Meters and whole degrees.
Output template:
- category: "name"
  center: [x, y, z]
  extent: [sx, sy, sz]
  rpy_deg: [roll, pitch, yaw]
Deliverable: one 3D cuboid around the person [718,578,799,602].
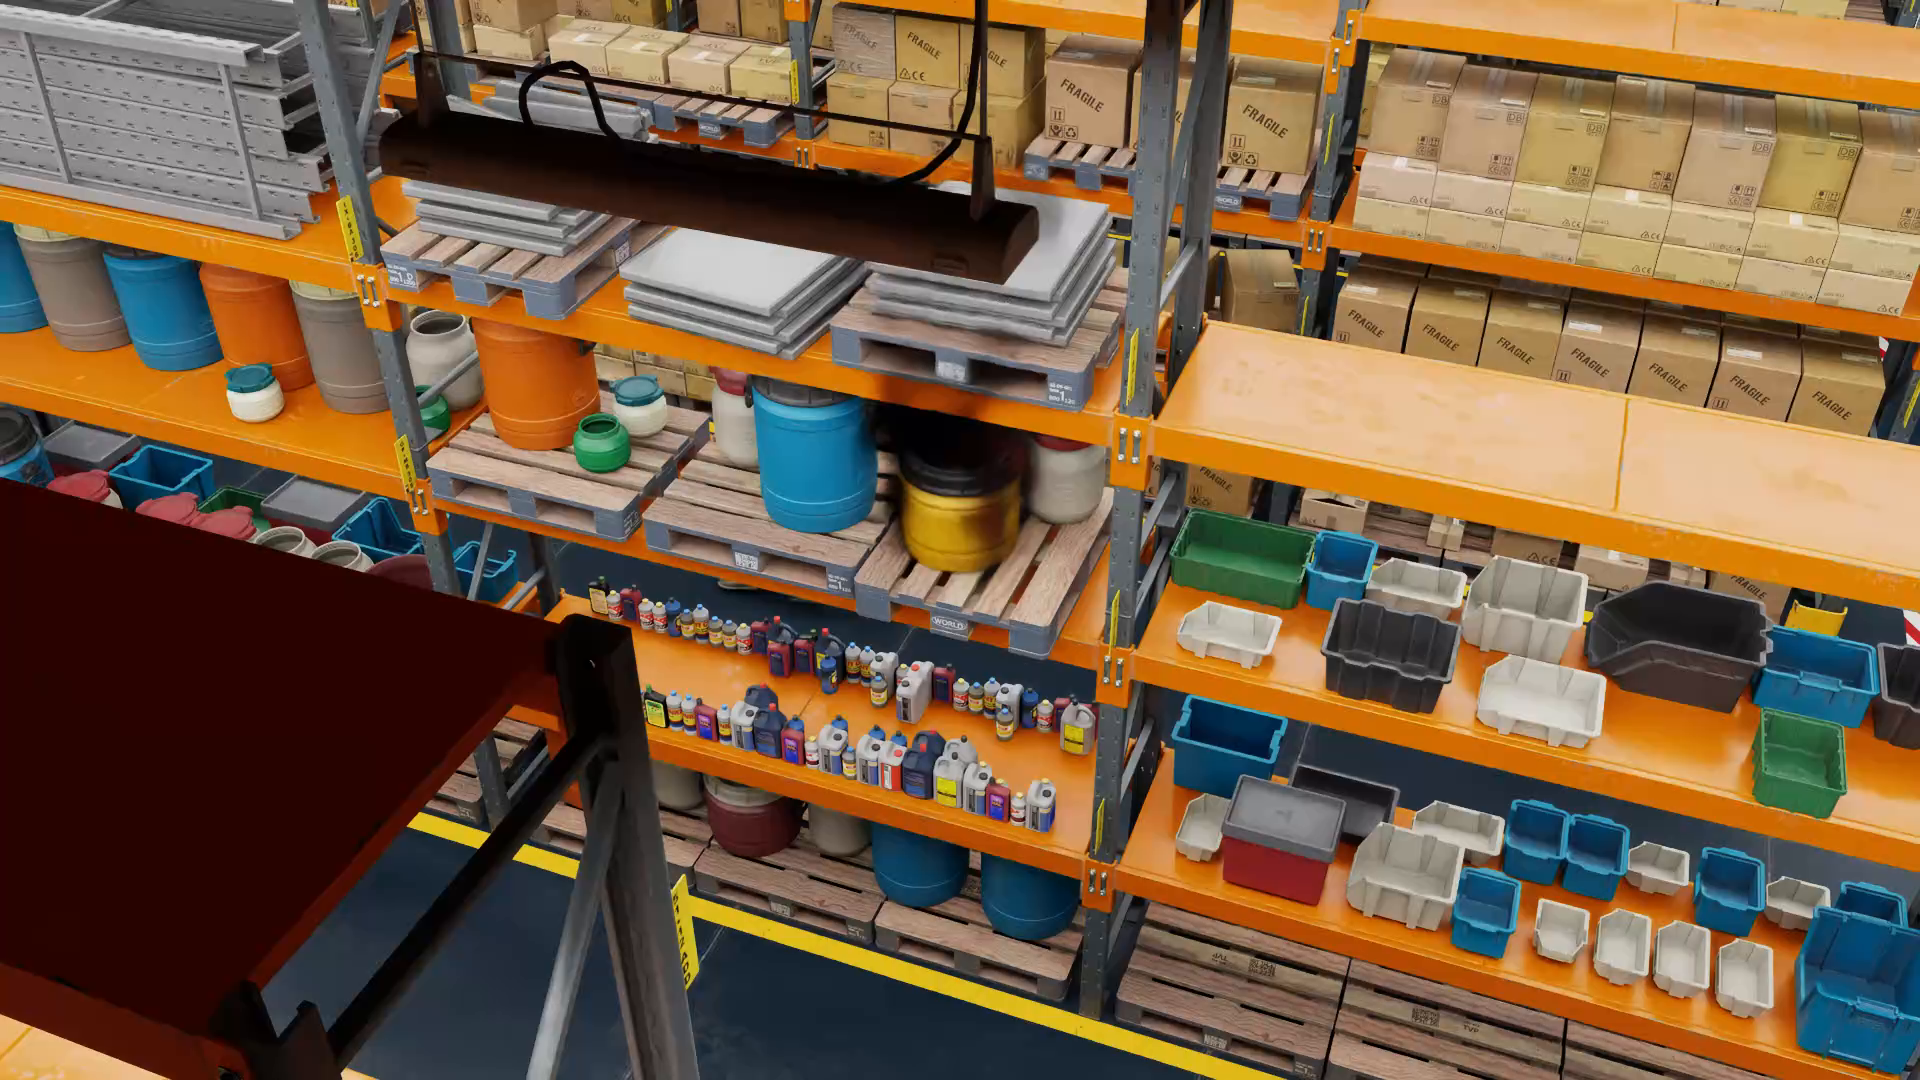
- category: "person"
  center: [-1.477, -0.264, 12.329]
  extent: [0.825, 1.687, 0.675]
  rpy_deg: [8, 37, 10]
